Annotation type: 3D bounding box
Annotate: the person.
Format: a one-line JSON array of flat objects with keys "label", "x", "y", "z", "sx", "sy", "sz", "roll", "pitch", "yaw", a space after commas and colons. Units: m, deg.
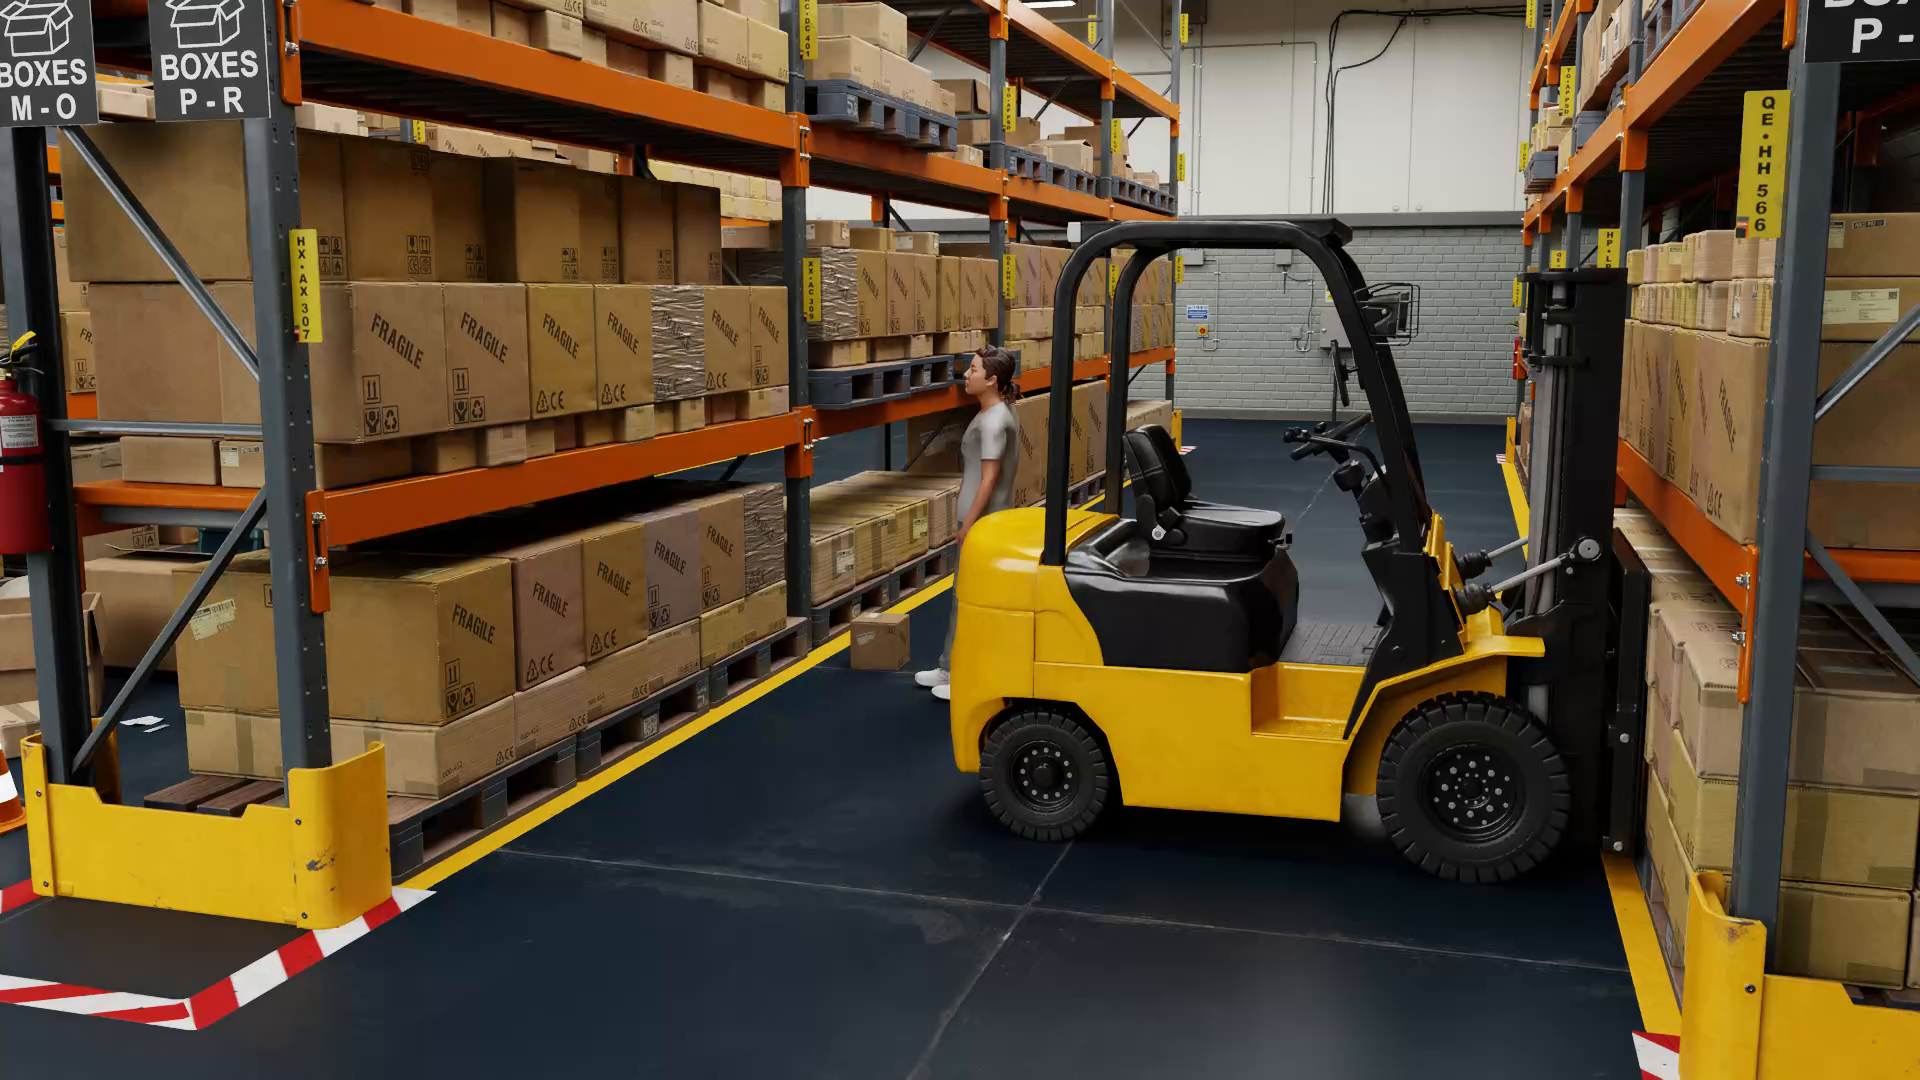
[{"label": "person", "x": 0.032, "y": -0.079, "z": 7.814, "sx": 0.548, "sy": 1.673, "sz": 0.549, "roll": 1, "pitch": 8, "yaw": 5}]
